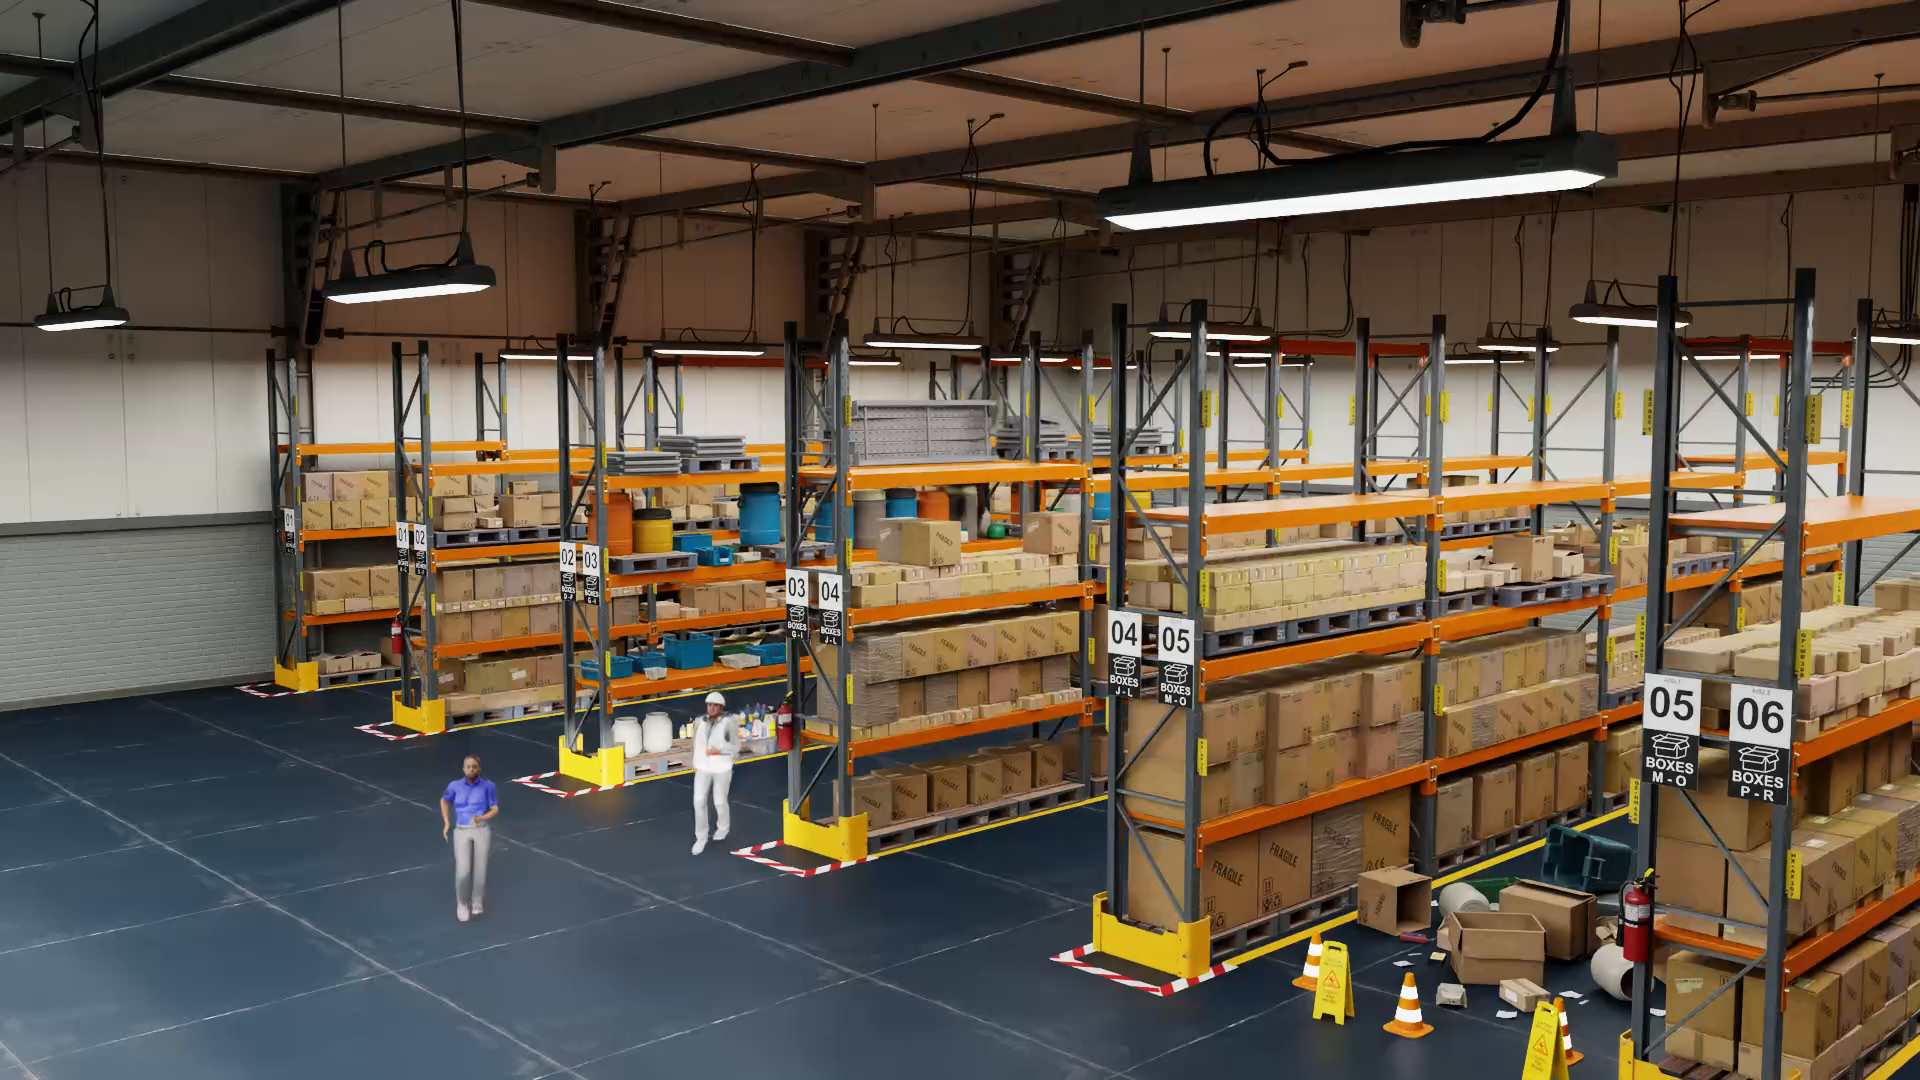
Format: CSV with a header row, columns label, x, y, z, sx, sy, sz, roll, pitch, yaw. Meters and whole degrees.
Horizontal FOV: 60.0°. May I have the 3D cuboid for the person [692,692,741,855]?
label,x,y,z,sx,sy,sz,roll,pitch,yaw
person,-2.807,2.626,19.009,0.647,1.799,0.749,1,5,10

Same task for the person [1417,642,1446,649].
label,x,y,z,sx,sy,sz,roll,pitch,yaw
person,7.023,2.142,24.606,0.613,1.823,0.894,5,7,42

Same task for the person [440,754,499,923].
label,x,y,z,sx,sy,sz,roll,pitch,yaw
person,-4.803,2.940,16.333,0.546,1.638,0.676,-2,5,-19
